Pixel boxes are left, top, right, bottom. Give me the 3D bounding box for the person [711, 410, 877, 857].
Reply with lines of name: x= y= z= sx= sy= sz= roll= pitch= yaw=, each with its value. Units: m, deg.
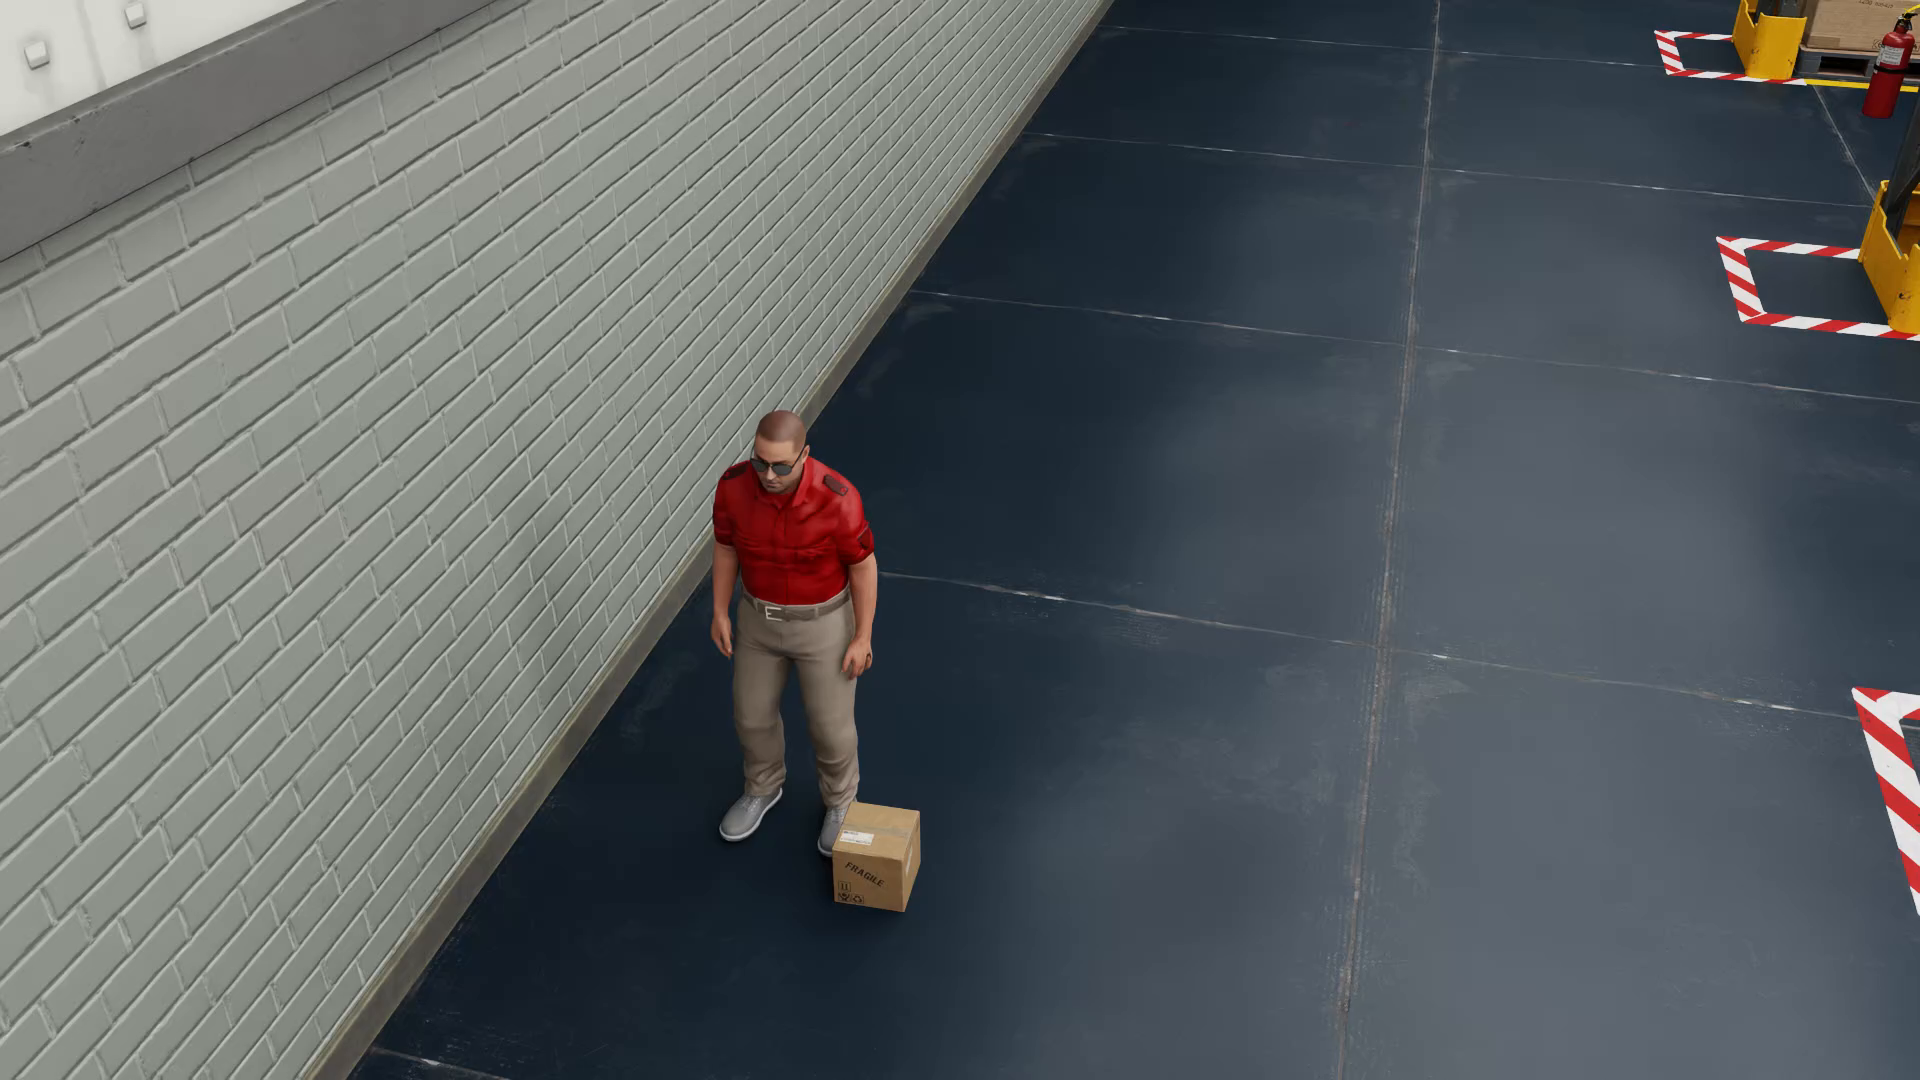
person: x=-0.570 y=0.304 z=5.677 sx=0.585 sy=1.726 sz=0.396 roll=8 pitch=34 yaw=12
